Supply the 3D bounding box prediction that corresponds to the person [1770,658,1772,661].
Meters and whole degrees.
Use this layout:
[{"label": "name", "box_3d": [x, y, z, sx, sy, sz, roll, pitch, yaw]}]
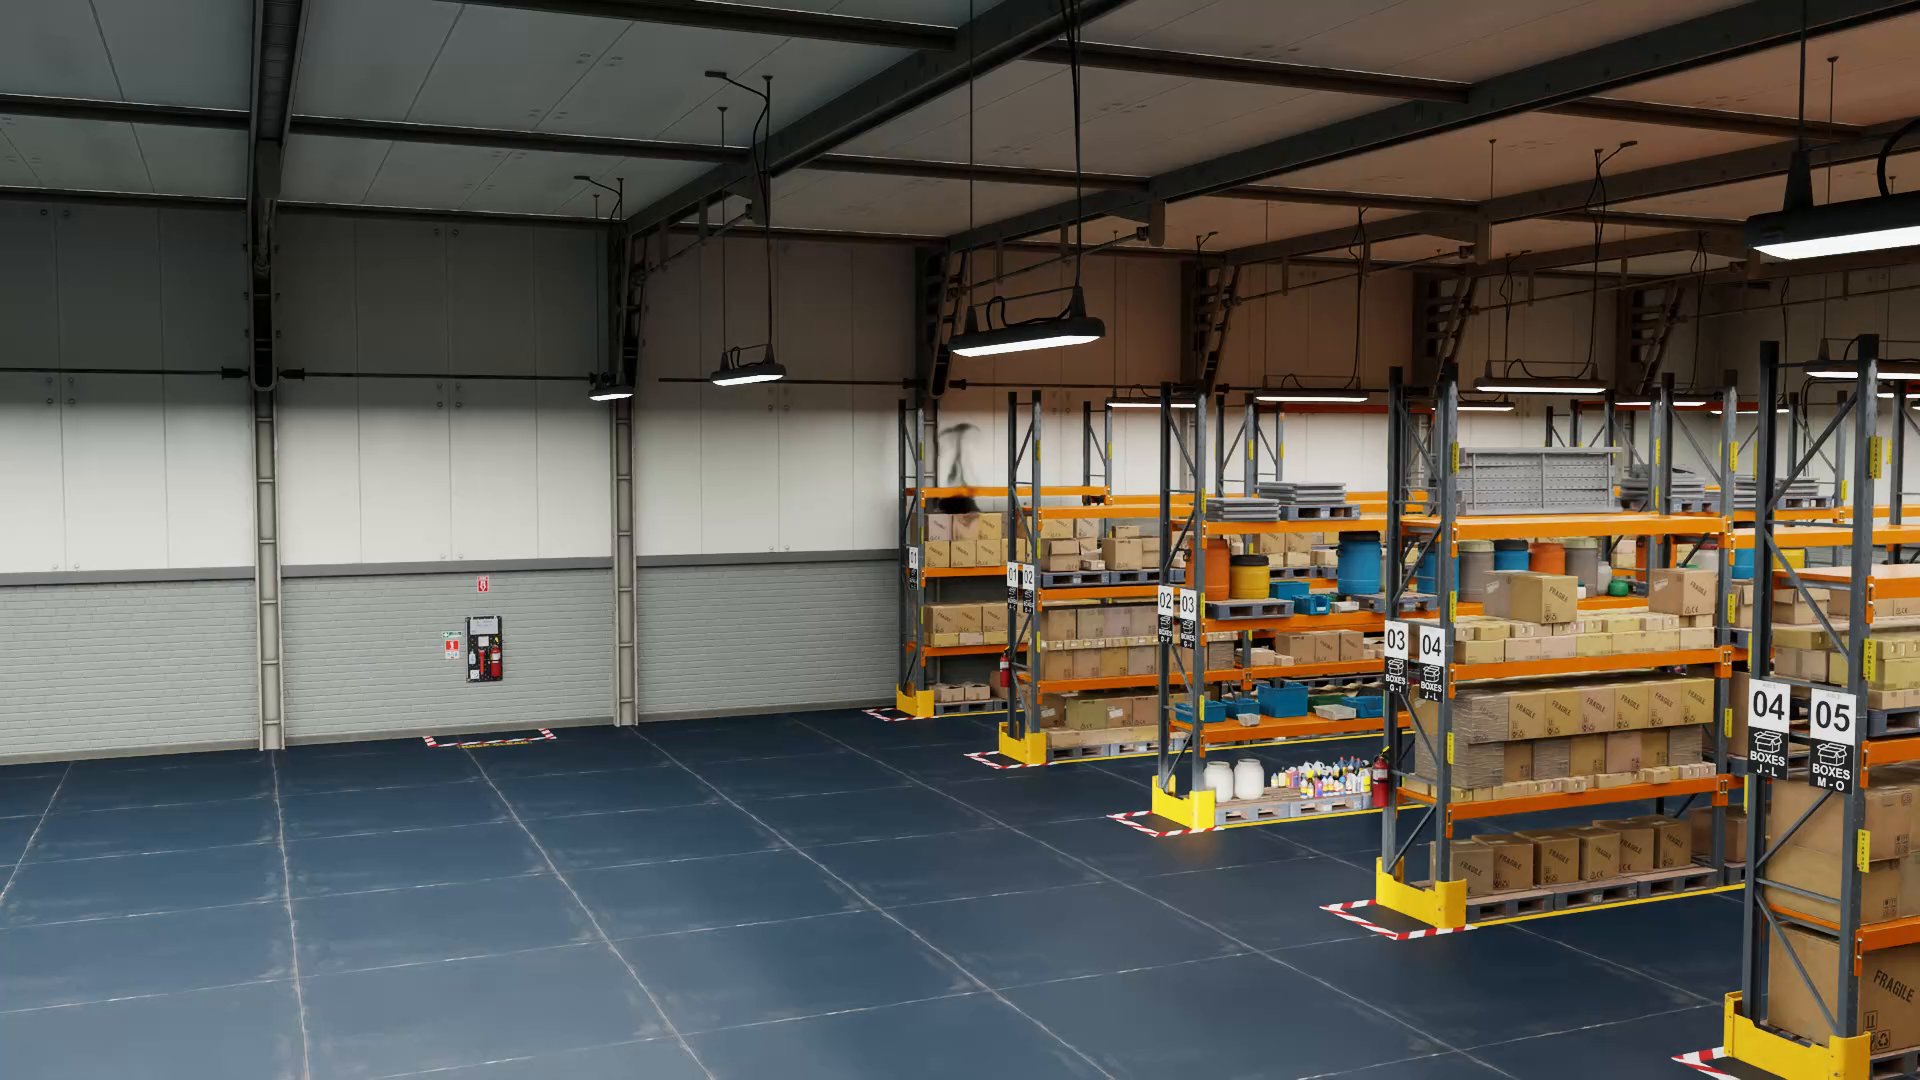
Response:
[{"label": "person", "box_3d": [16.612, 2.284, 34.455, 0.683, 1.835, 0.954, 0, 3, -1]}]
